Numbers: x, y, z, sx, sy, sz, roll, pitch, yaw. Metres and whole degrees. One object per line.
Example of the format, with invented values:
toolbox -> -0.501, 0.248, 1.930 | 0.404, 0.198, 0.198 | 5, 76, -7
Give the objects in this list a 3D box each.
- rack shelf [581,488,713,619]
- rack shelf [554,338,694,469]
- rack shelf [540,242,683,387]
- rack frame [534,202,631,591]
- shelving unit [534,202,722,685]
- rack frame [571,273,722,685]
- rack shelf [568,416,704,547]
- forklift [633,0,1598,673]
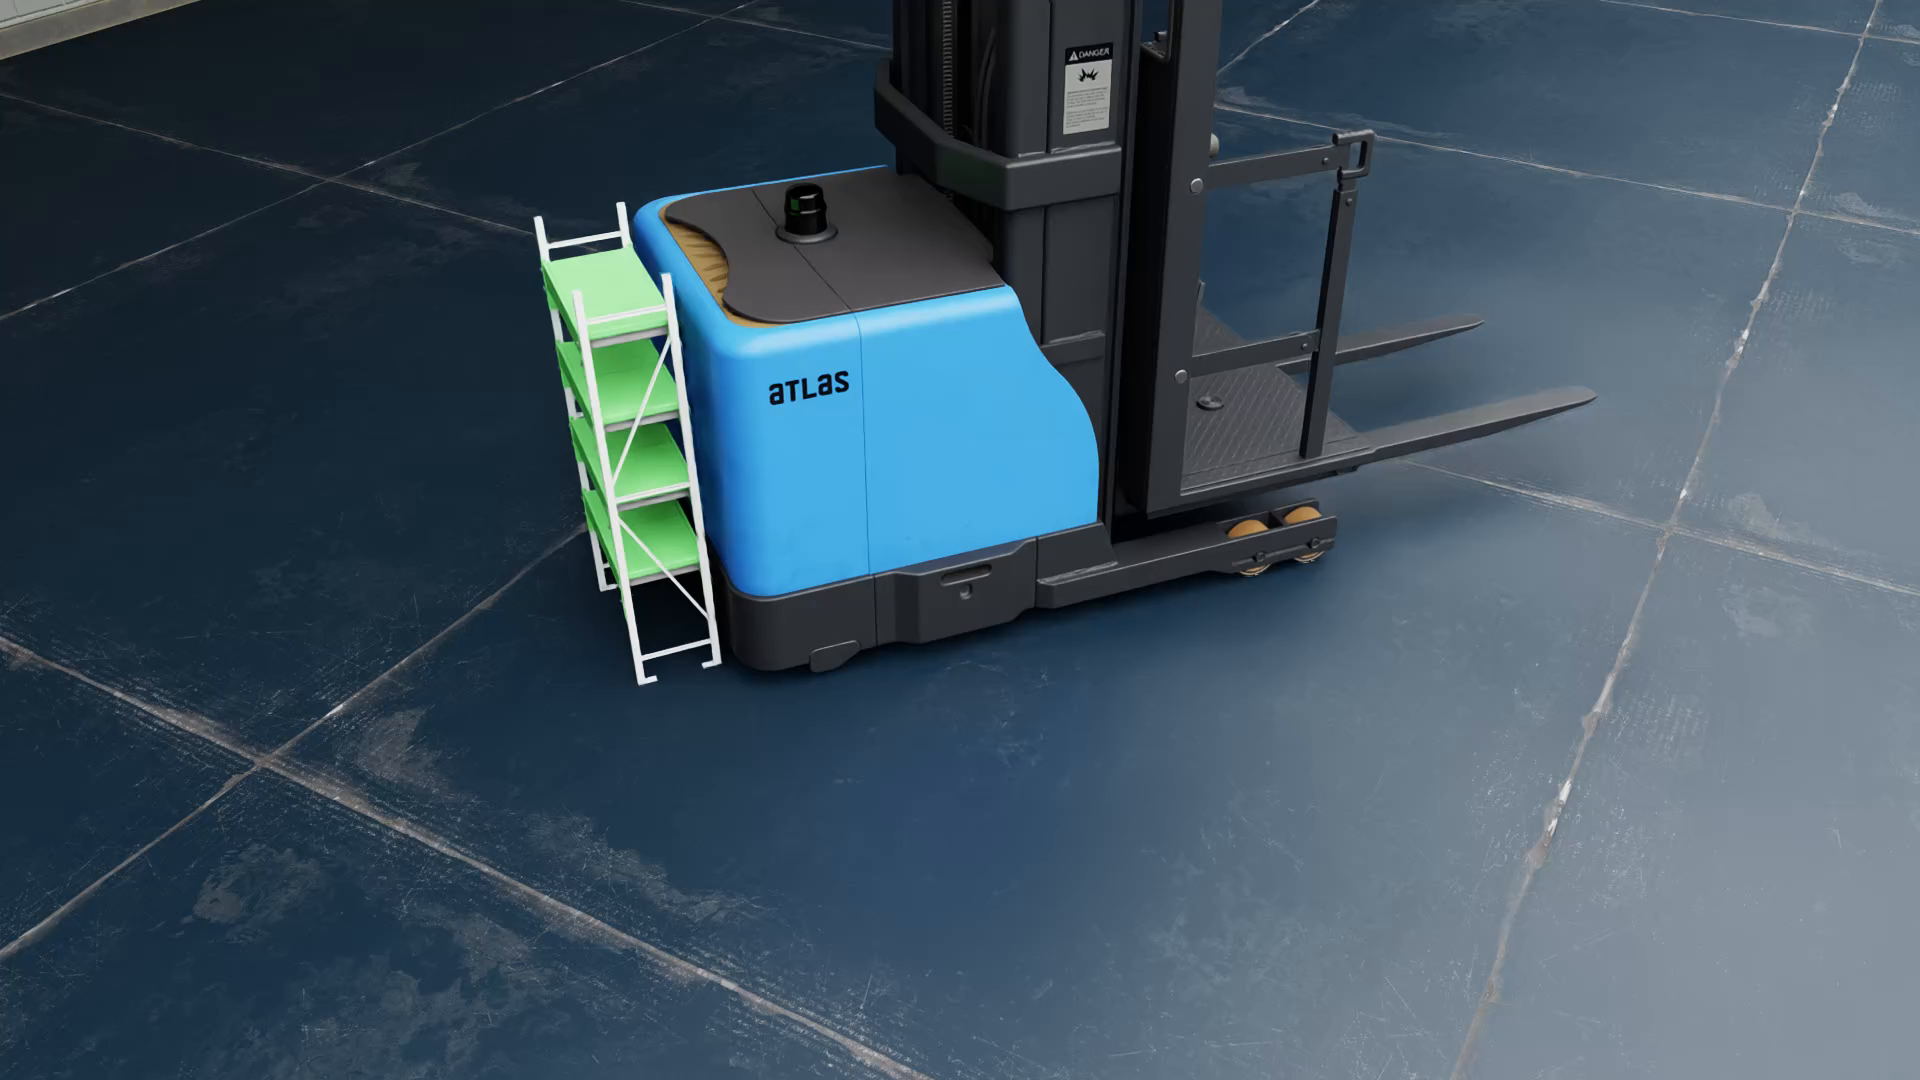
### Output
rack shelf -> -0.889, 0.004, 4.704 | 0.258, 0.148, 0.480 | -14, 36, -18
rack shelf -> -0.900, -0.393, 4.434 | 0.258, 0.148, 0.480 | -14, 36, -18
rack shelf -> -0.905, -0.592, 4.299 | 0.258, 0.148, 0.480 | -14, 36, -18
rack frame -> -0.989, -0.372, 4.721 | 0.240, 1.200, 0.015 | -14, 36, -18
shelving unit -> -0.896, -0.247, 4.533 | 0.258, 1.200, 0.503 | -14, 36, -18
rack frame -> -0.802, -0.123, 4.345 | 0.240, 1.200, 0.015 | -14, 36, -18
rack shelf -> -0.894, -0.195, 4.569 | 0.258, 0.148, 0.480 | -14, 36, -18
forklift -> 0.615, -1.370, 4.663 | 3.031, 2.935, 1.130 | -13, 36, -19
